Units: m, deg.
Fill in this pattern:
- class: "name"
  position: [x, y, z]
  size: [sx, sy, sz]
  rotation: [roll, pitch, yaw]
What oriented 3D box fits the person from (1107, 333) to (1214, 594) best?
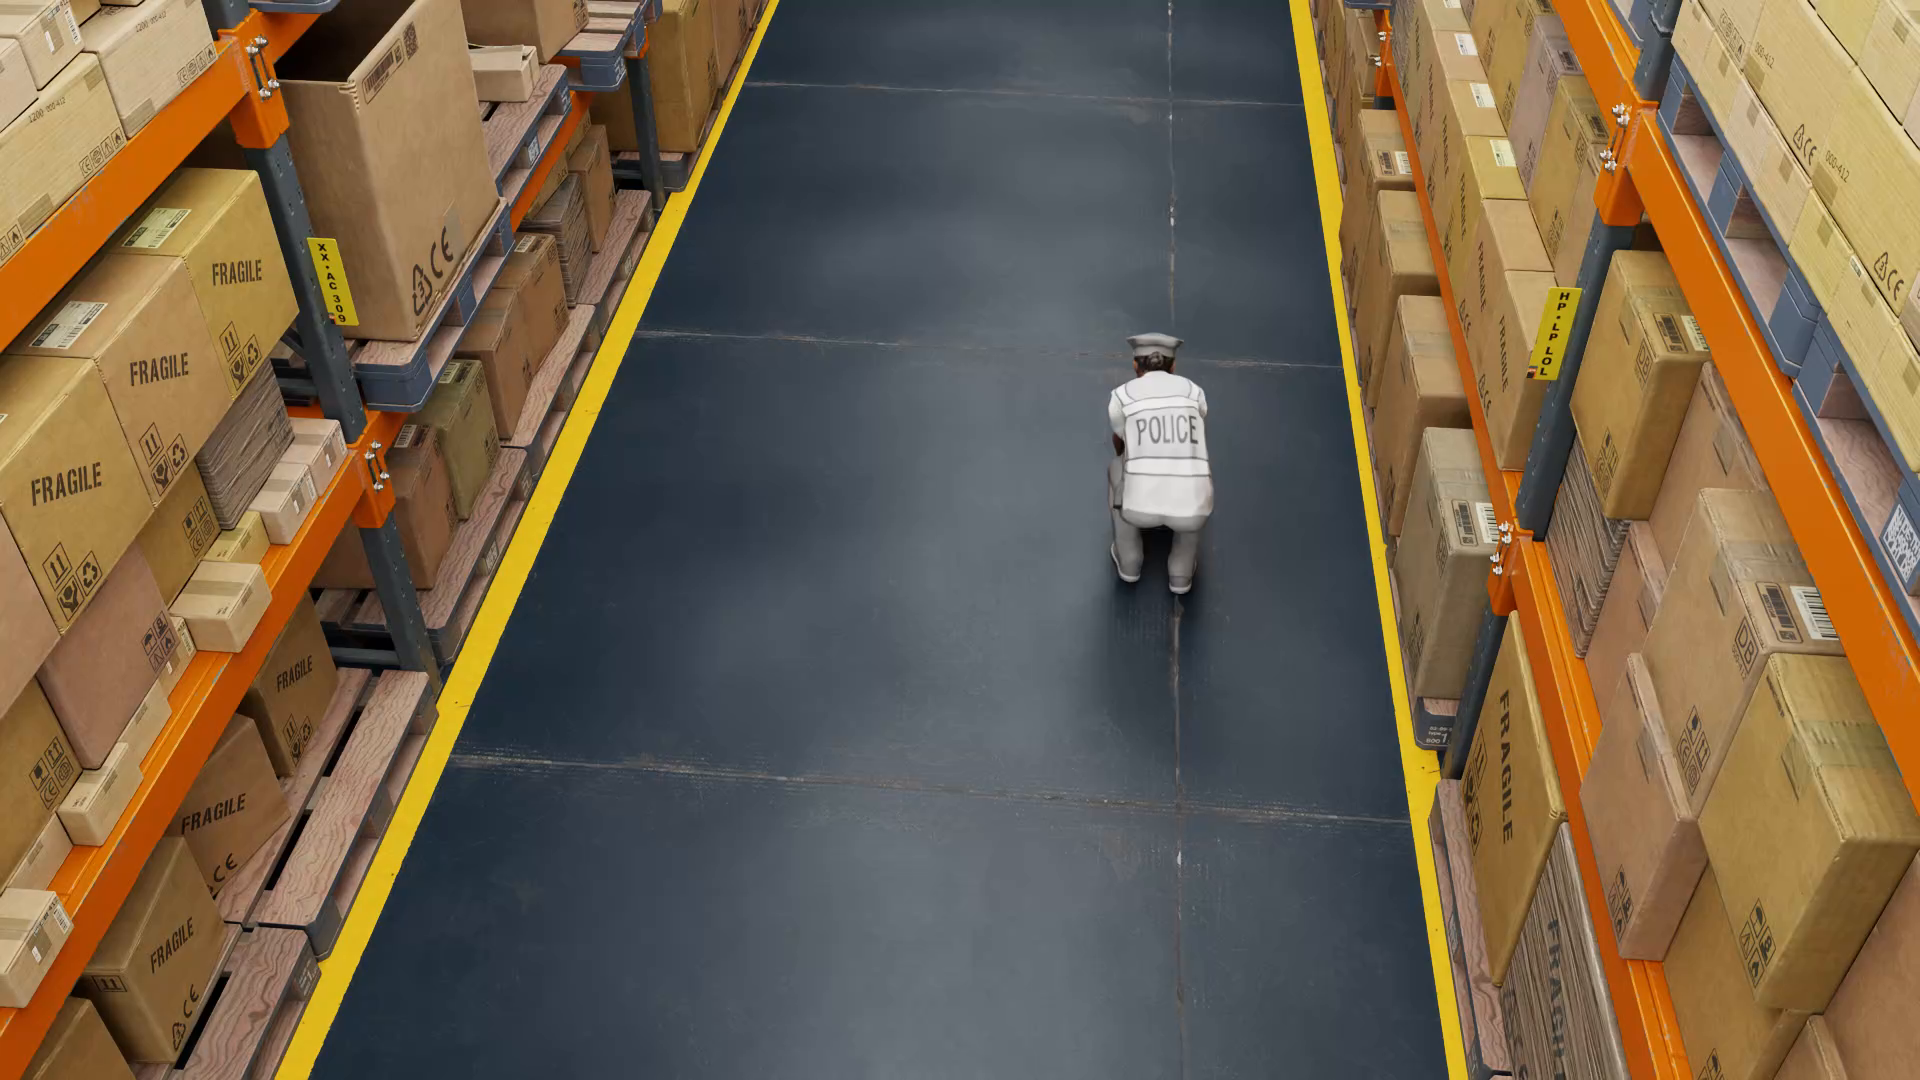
- class: "person"
  position: [0.848, -0.320, 7.074]
  size: [0.456, 0.977, 0.874]
  rotation: [2, 40, 3]
